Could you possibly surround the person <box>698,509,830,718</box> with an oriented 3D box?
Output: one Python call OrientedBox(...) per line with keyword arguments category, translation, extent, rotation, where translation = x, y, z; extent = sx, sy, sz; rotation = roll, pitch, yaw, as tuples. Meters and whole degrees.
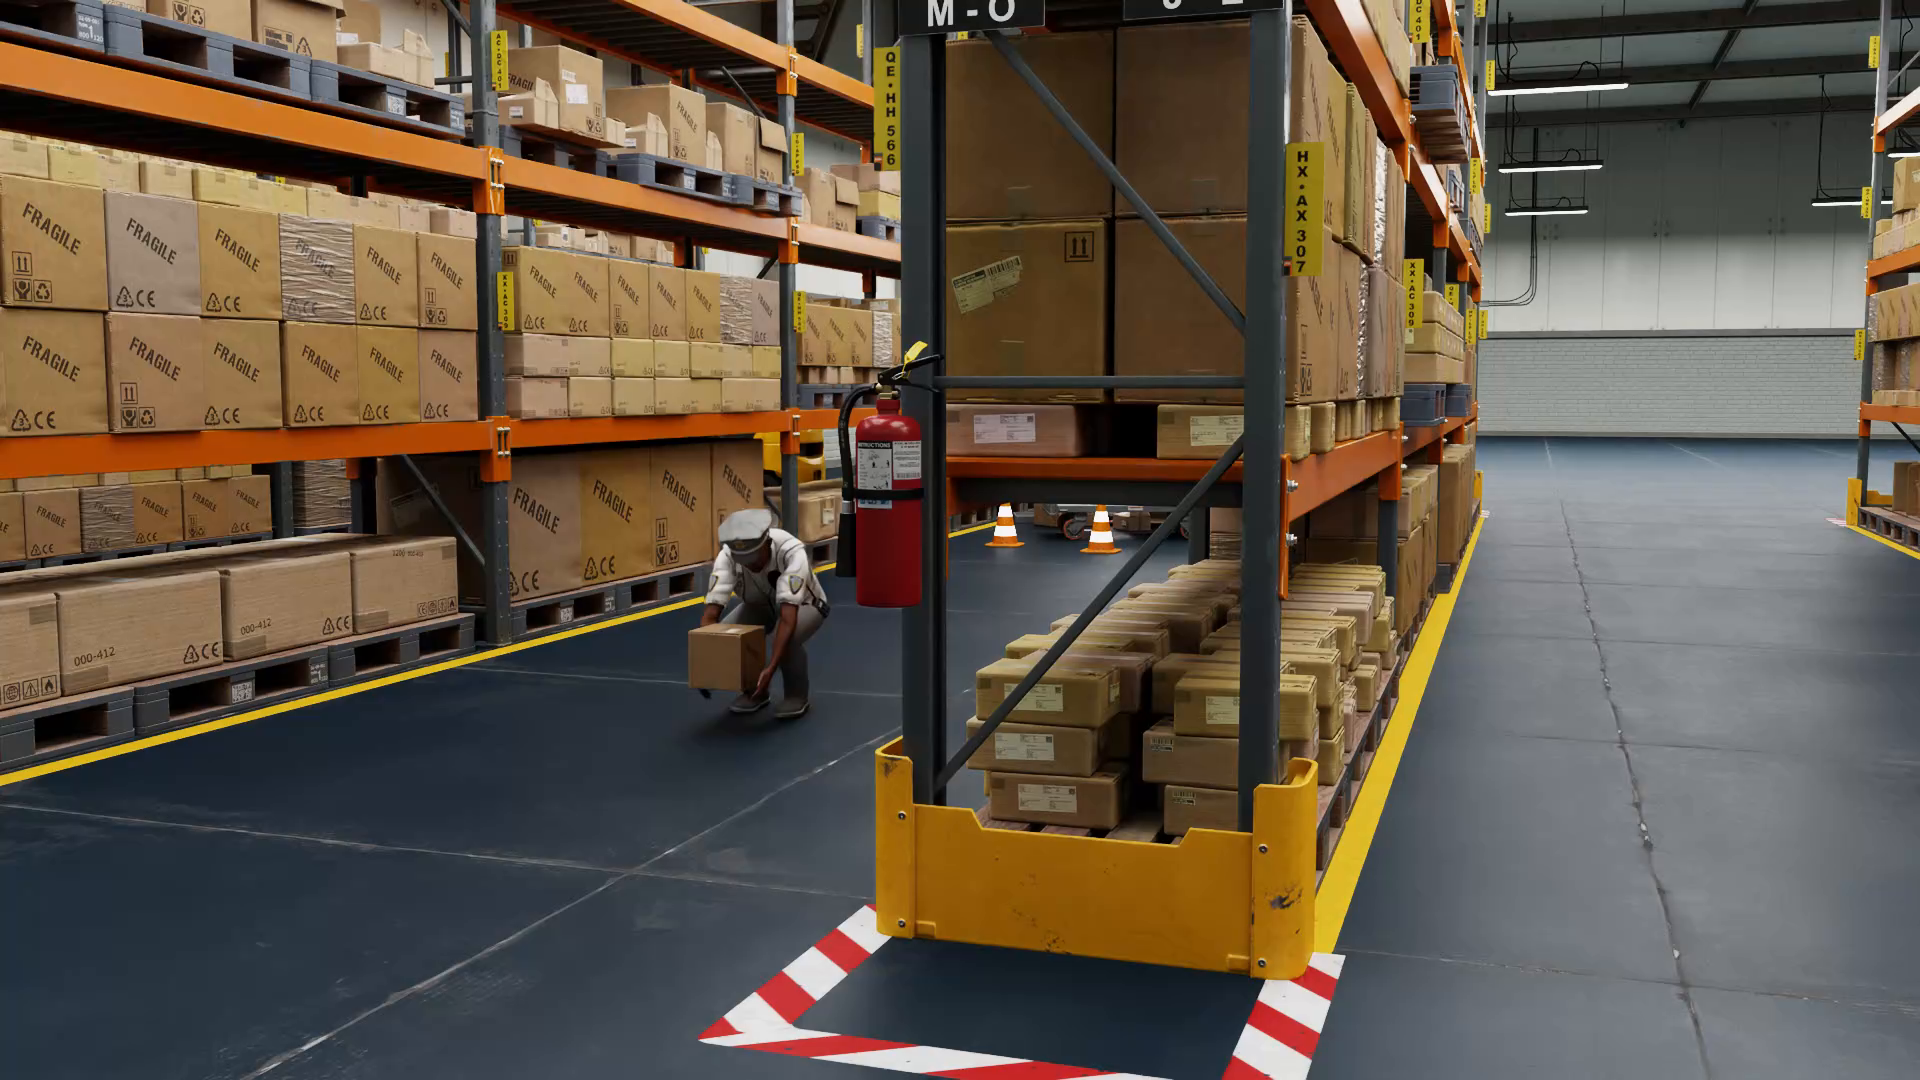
OrientedBox(category="person", translation=(-0.881, 0.325, 7.552), extent=(0.483, 0.968, 0.838), rotation=(2, 6, 18))
